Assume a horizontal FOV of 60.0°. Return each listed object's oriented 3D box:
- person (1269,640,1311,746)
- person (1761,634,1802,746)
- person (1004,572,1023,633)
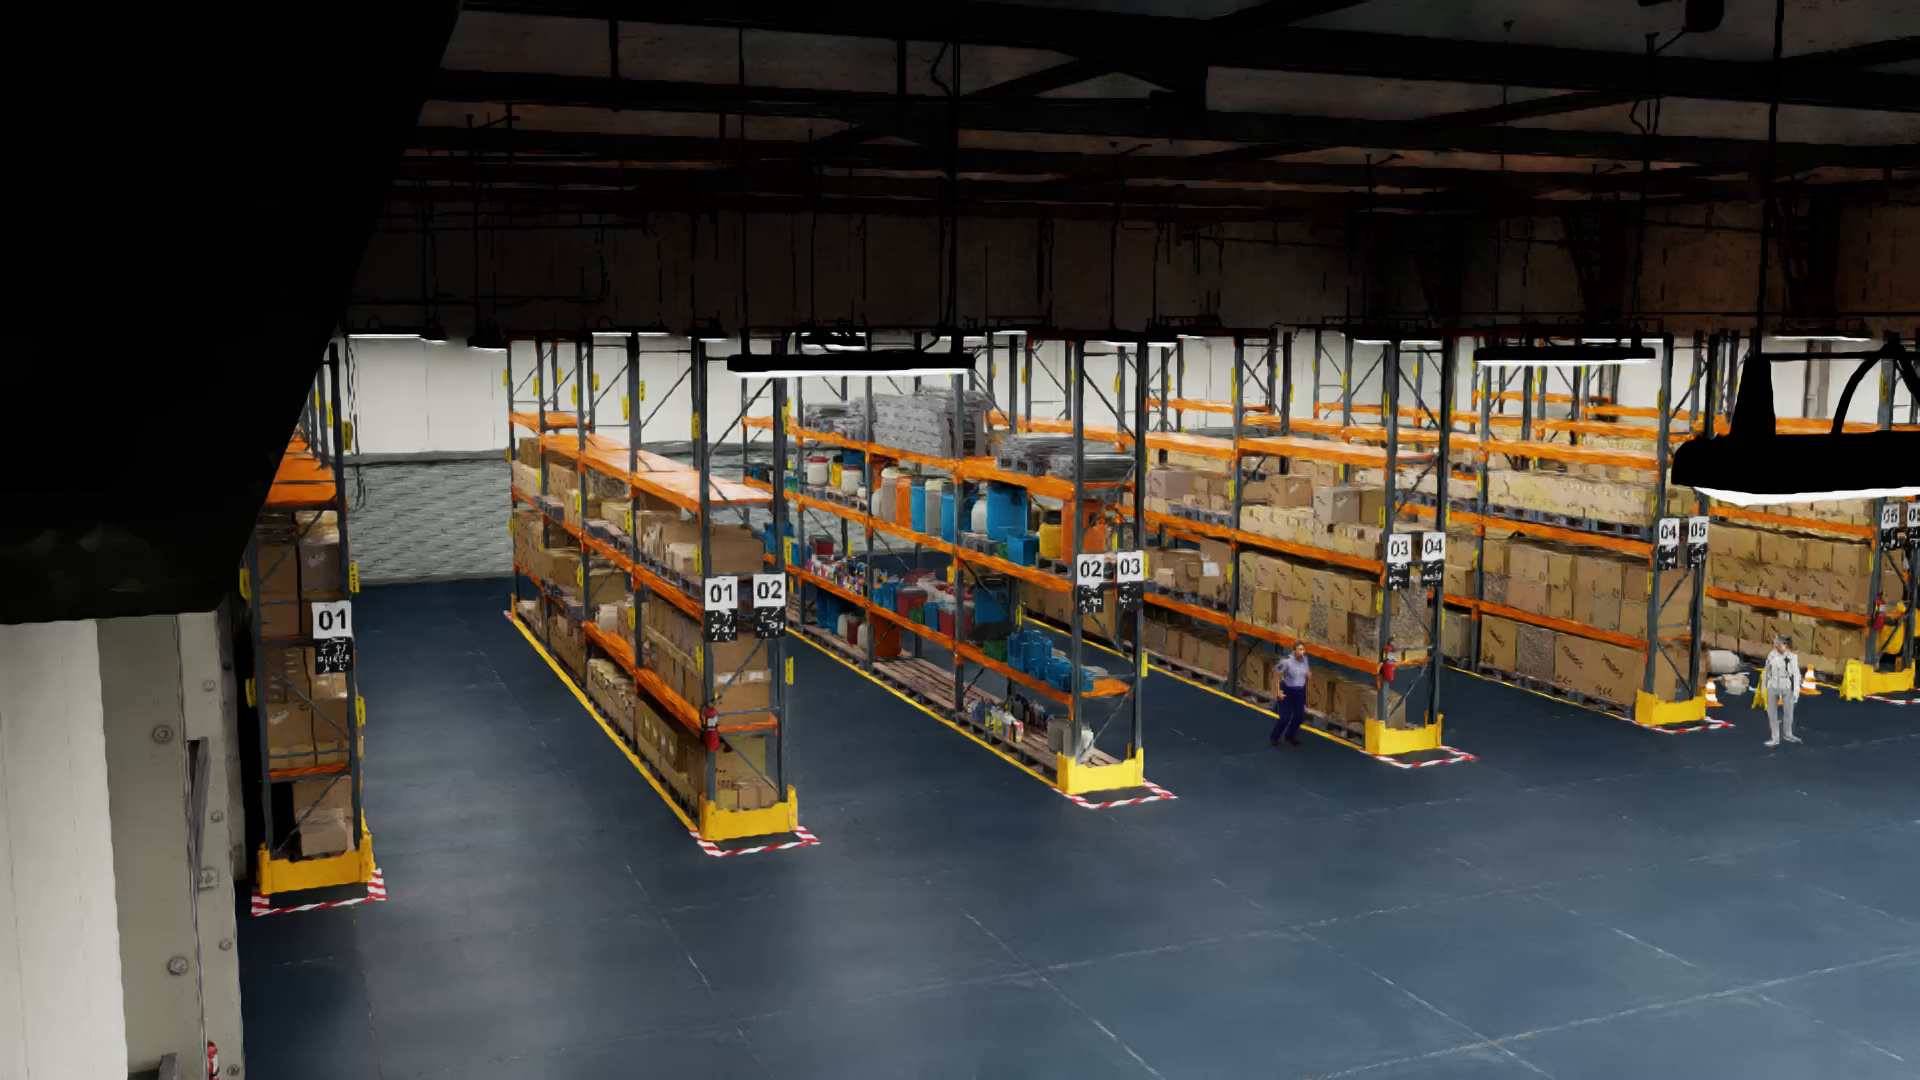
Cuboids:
[{"bbox_3d":[4.868,2.236,24.435,0.625,1.596,0.517,-4,9,-24],"label":"person"},{"bbox_3d":[12.129,2.190,24.518,0.569,1.665,0.522,6,10,40],"label":"person"},{"bbox_3d":[0.993,1.051,32.745,0.551,1.653,0.574,1,8,9],"label":"person"}]
